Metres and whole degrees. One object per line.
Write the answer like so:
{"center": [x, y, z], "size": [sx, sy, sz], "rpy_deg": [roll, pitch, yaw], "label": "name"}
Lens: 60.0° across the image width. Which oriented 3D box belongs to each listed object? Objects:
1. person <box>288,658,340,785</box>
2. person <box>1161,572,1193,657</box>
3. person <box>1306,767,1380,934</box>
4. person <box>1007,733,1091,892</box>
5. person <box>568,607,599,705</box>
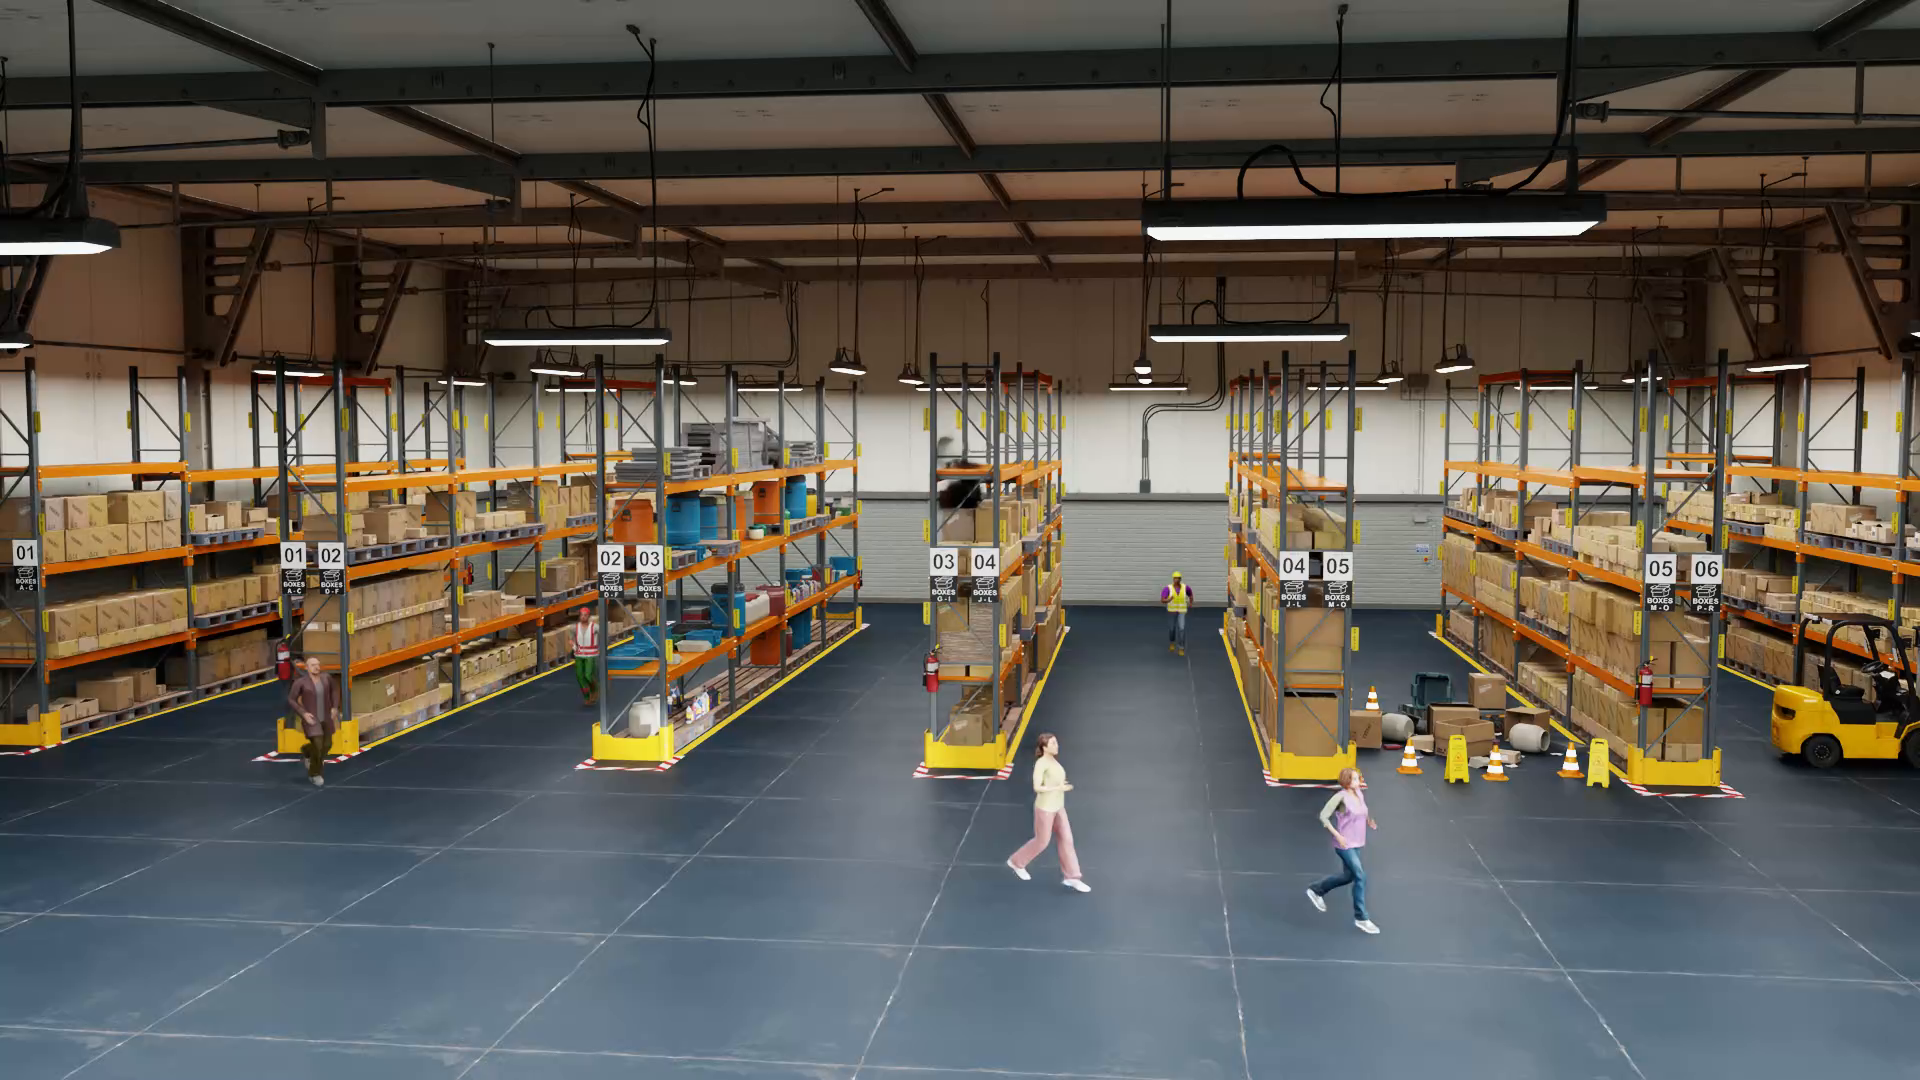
{"center": [-9.021, 2.504, 23.189], "size": [0.707, 1.761, 0.732], "rpy_deg": [4, 5, 41], "label": "person"}
{"center": [4.660, 1.562, 35.732], "size": [0.702, 1.769, 0.950], "rpy_deg": [0, 4, 6], "label": "person"}
{"center": [3.824, 3.041, 16.524], "size": [0.802, 1.604, 0.528], "rpy_deg": [4, 5, 41], "label": "person"}
{"center": [0.944, 2.887, 17.765], "size": [0.950, 1.674, 0.574], "rpy_deg": [2, 5, 30], "label": "person"}
{"center": [-6.571, 2.054, 29.171], "size": [0.644, 1.745, 0.615], "rpy_deg": [0, 4, 4], "label": "person"}
